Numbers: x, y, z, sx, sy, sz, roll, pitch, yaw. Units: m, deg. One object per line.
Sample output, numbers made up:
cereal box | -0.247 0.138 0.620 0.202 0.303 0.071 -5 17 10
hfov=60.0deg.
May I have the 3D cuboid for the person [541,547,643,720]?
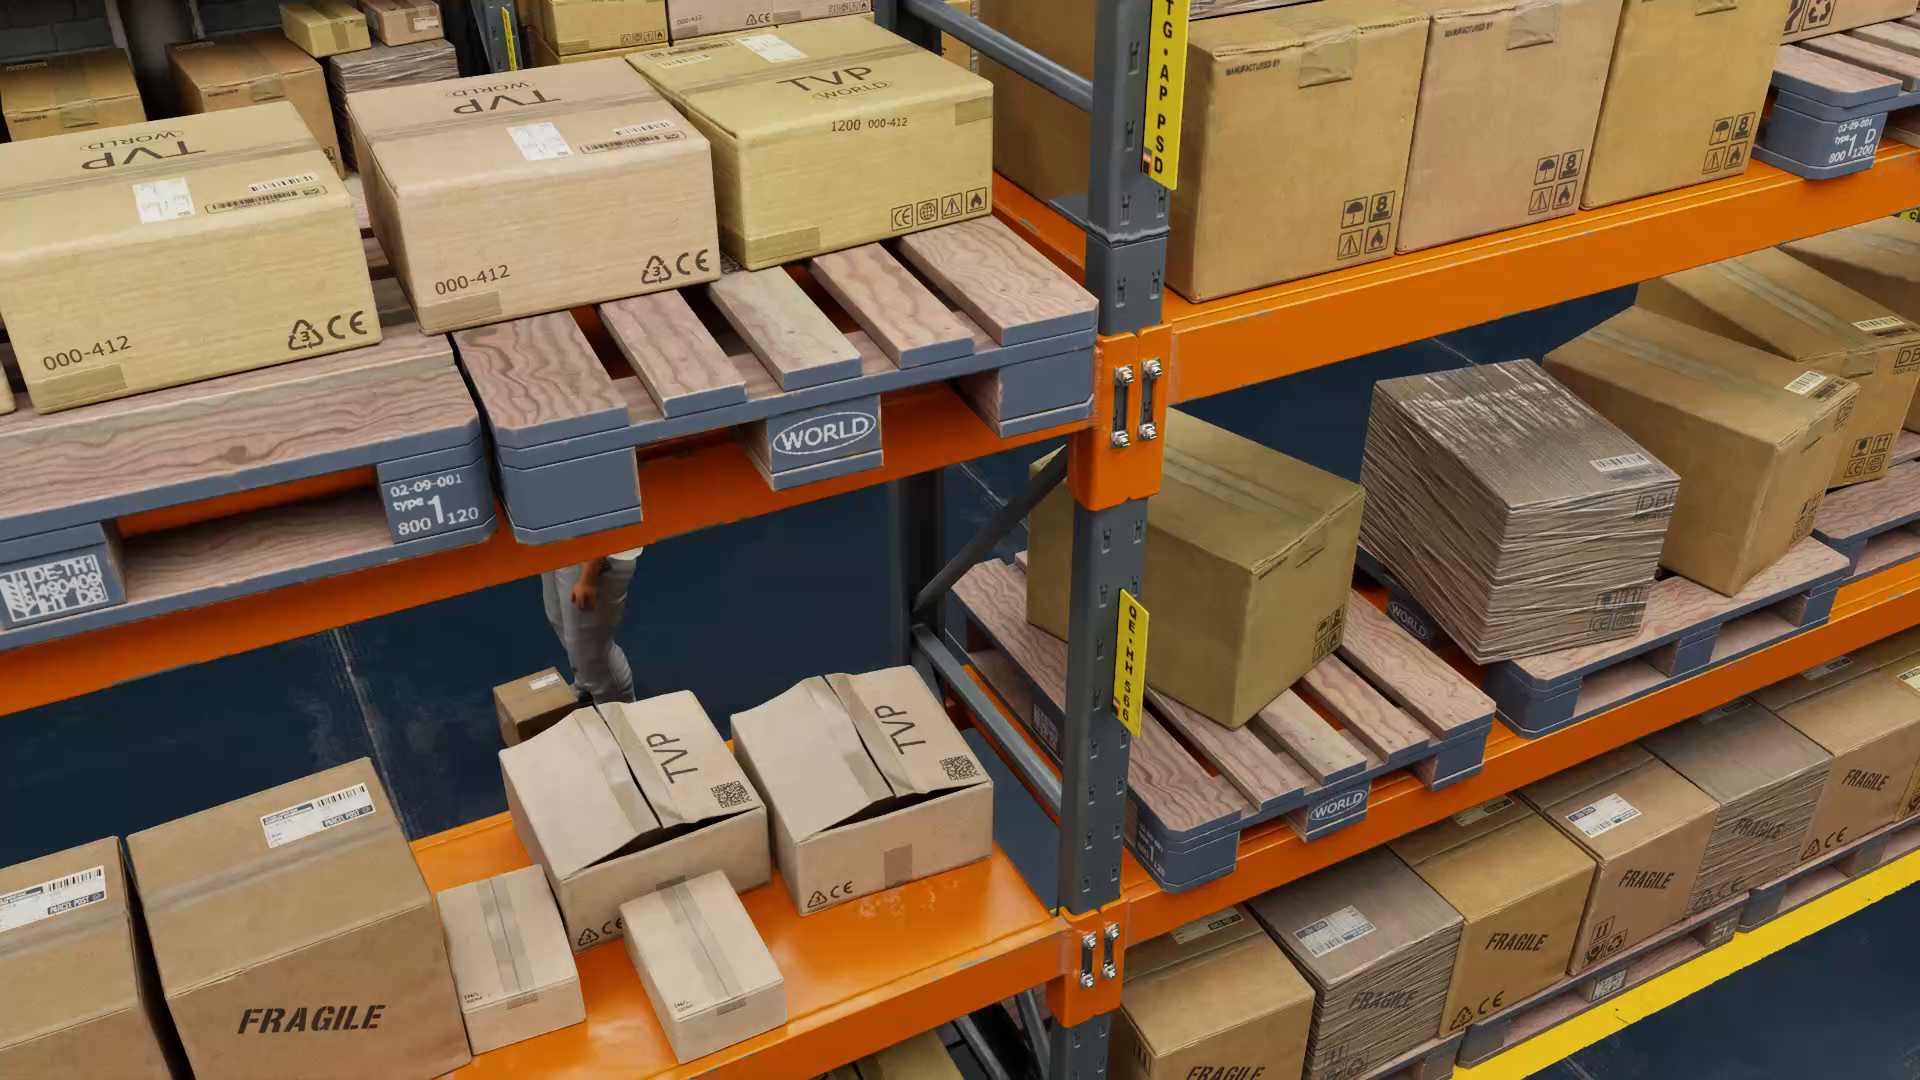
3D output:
person | -1.414 0.039 6.074 0.465 1.666 0.538 -16 36 -23
